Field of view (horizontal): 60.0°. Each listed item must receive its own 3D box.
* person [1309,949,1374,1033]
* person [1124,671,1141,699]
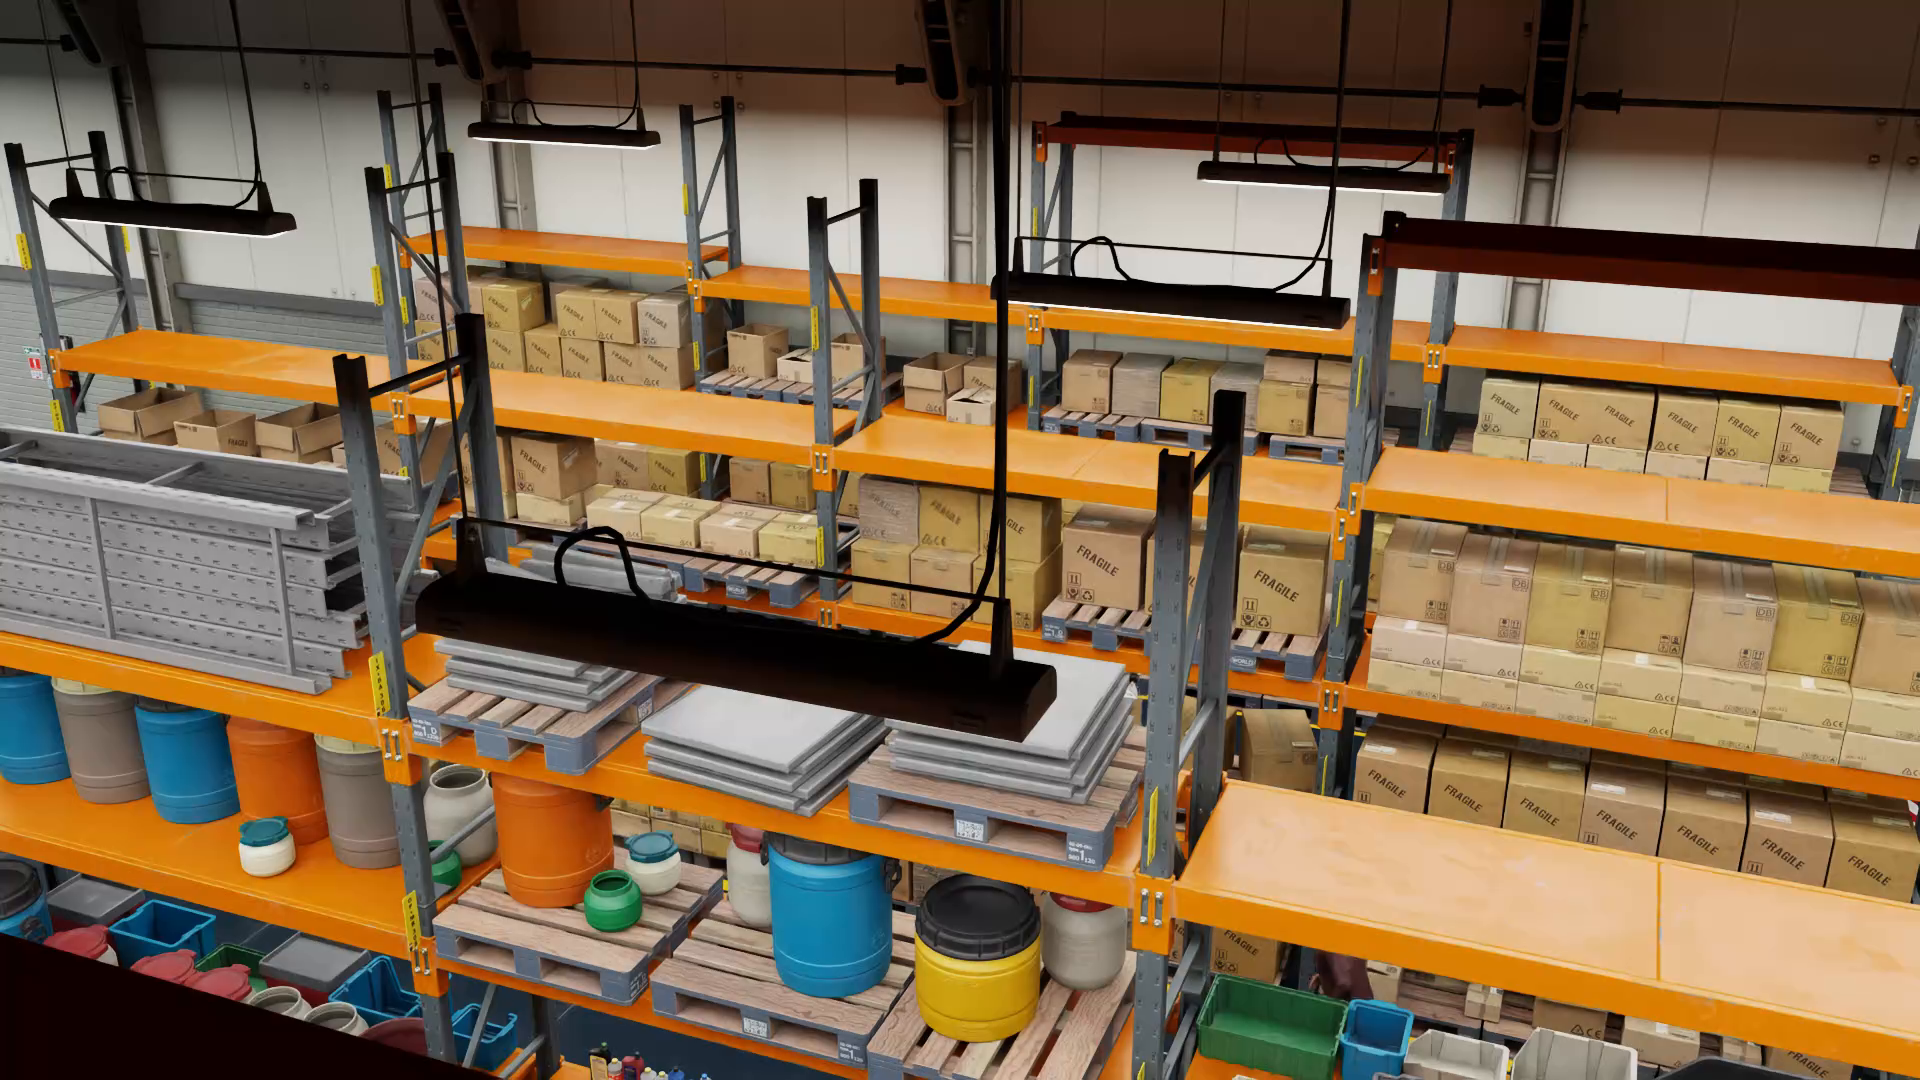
[{"bbox_3d":[2.708,3.326,11.579,0.654,1.498,0.747,12,24,28],"label":"person"},{"bbox_3d":[1.431,1.801,15.325,1.049,1.631,0.471,7,22,19],"label":"person"}]
